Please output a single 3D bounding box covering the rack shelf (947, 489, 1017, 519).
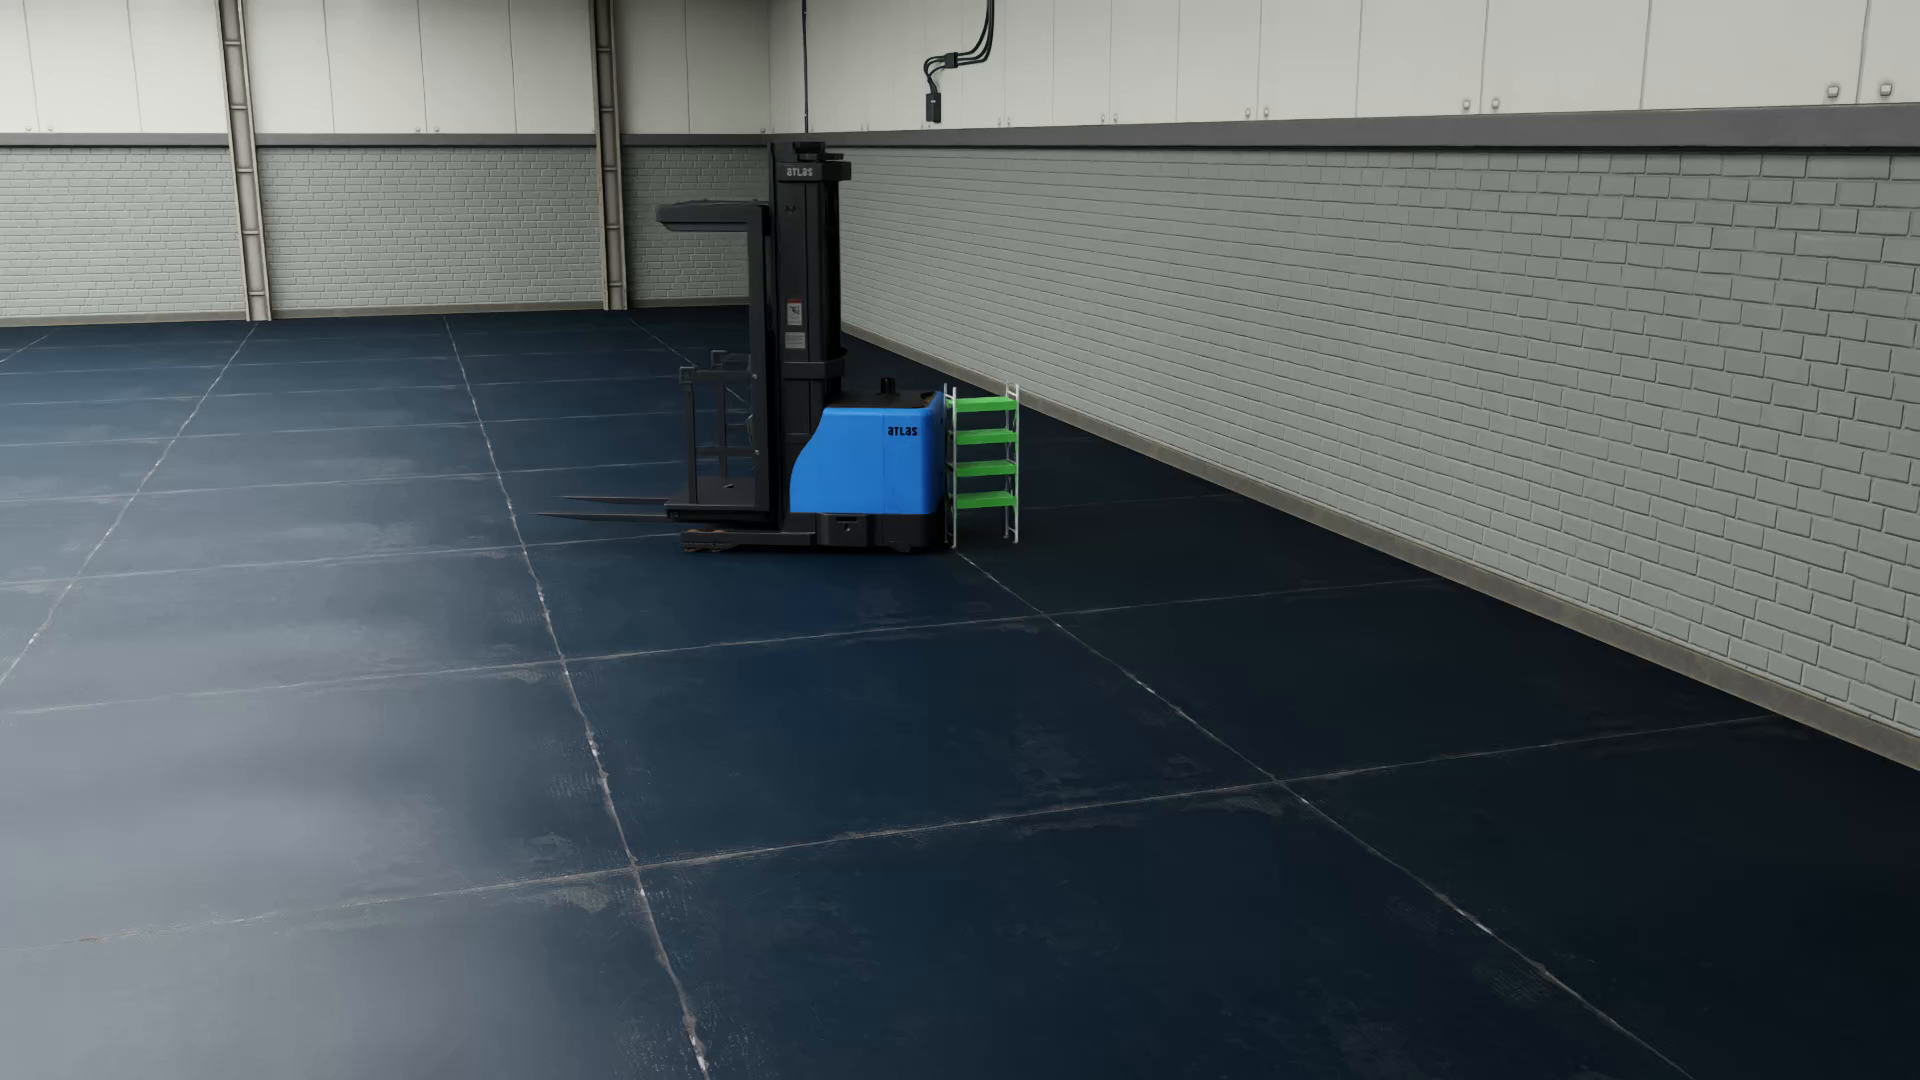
[{"bbox_3d":[0.159,-0.269,12.441,0.480,0.148,0.258,-4,14,-18],"label":"rack shelf"}]

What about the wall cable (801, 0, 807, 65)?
[{"bbox_3d":[-2.187,-8.856,26.172,0.112,2.526,3.097,-4,14,-18],"label":"wall cable"}]

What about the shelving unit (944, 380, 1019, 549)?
[{"bbox_3d":[0.159,-0.565,12.370,0.503,1.200,0.258,-4,14,-18],"label":"shelving unit"}]

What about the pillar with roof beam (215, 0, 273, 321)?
[{"bbox_3d":[-10.578,-7.189,23.366,0.400,9.000,9.100,-4,14,-18],"label":"pillar with roof beam"}]

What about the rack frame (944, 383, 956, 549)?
[{"bbox_3d":[-0.073,-0.547,12.297,0.015,1.200,0.240,-4,14,-18],"label":"rack frame"}]

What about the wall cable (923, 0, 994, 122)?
[{"bbox_3d":[-0.037,-8.074,19.740,0.169,6.003,2.305,-4,14,-18],"label":"wall cable"}]

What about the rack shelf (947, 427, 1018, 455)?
[{"bbox_3d":[0.159,-0.736,12.330,0.480,0.148,0.258,-4,14,-18],"label":"rack shelf"}]

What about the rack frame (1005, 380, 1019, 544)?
[{"bbox_3d":[0.391,-0.582,12.444,0.015,1.200,0.240,-4,14,-18],"label":"rack frame"}]

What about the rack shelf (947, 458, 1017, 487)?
[{"bbox_3d":[0.159,-0.502,12.385,0.480,0.148,0.258,-4,14,-18],"label":"rack shelf"}]

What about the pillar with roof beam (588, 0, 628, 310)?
[{"bbox_3d":[-4.891,-7.632,25.227,0.400,9.000,9.100,-4,14,-18],"label":"pillar with roof beam"}]

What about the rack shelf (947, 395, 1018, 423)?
[{"bbox_3d":[0.159,-0.969,12.274,0.480,0.148,0.258,-4,14,-18],"label":"rack shelf"}]

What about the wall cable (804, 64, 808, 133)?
[{"bbox_3d":[-3.050,-6.993,29.251,0.112,2.526,3.097,-4,14,-18],"label":"wall cable"}]

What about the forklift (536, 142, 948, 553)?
[{"bbox_3d":[-1.643,-1.453,12.364,3.031,2.935,1.130,1,13,5],"label":"forklift"}]
